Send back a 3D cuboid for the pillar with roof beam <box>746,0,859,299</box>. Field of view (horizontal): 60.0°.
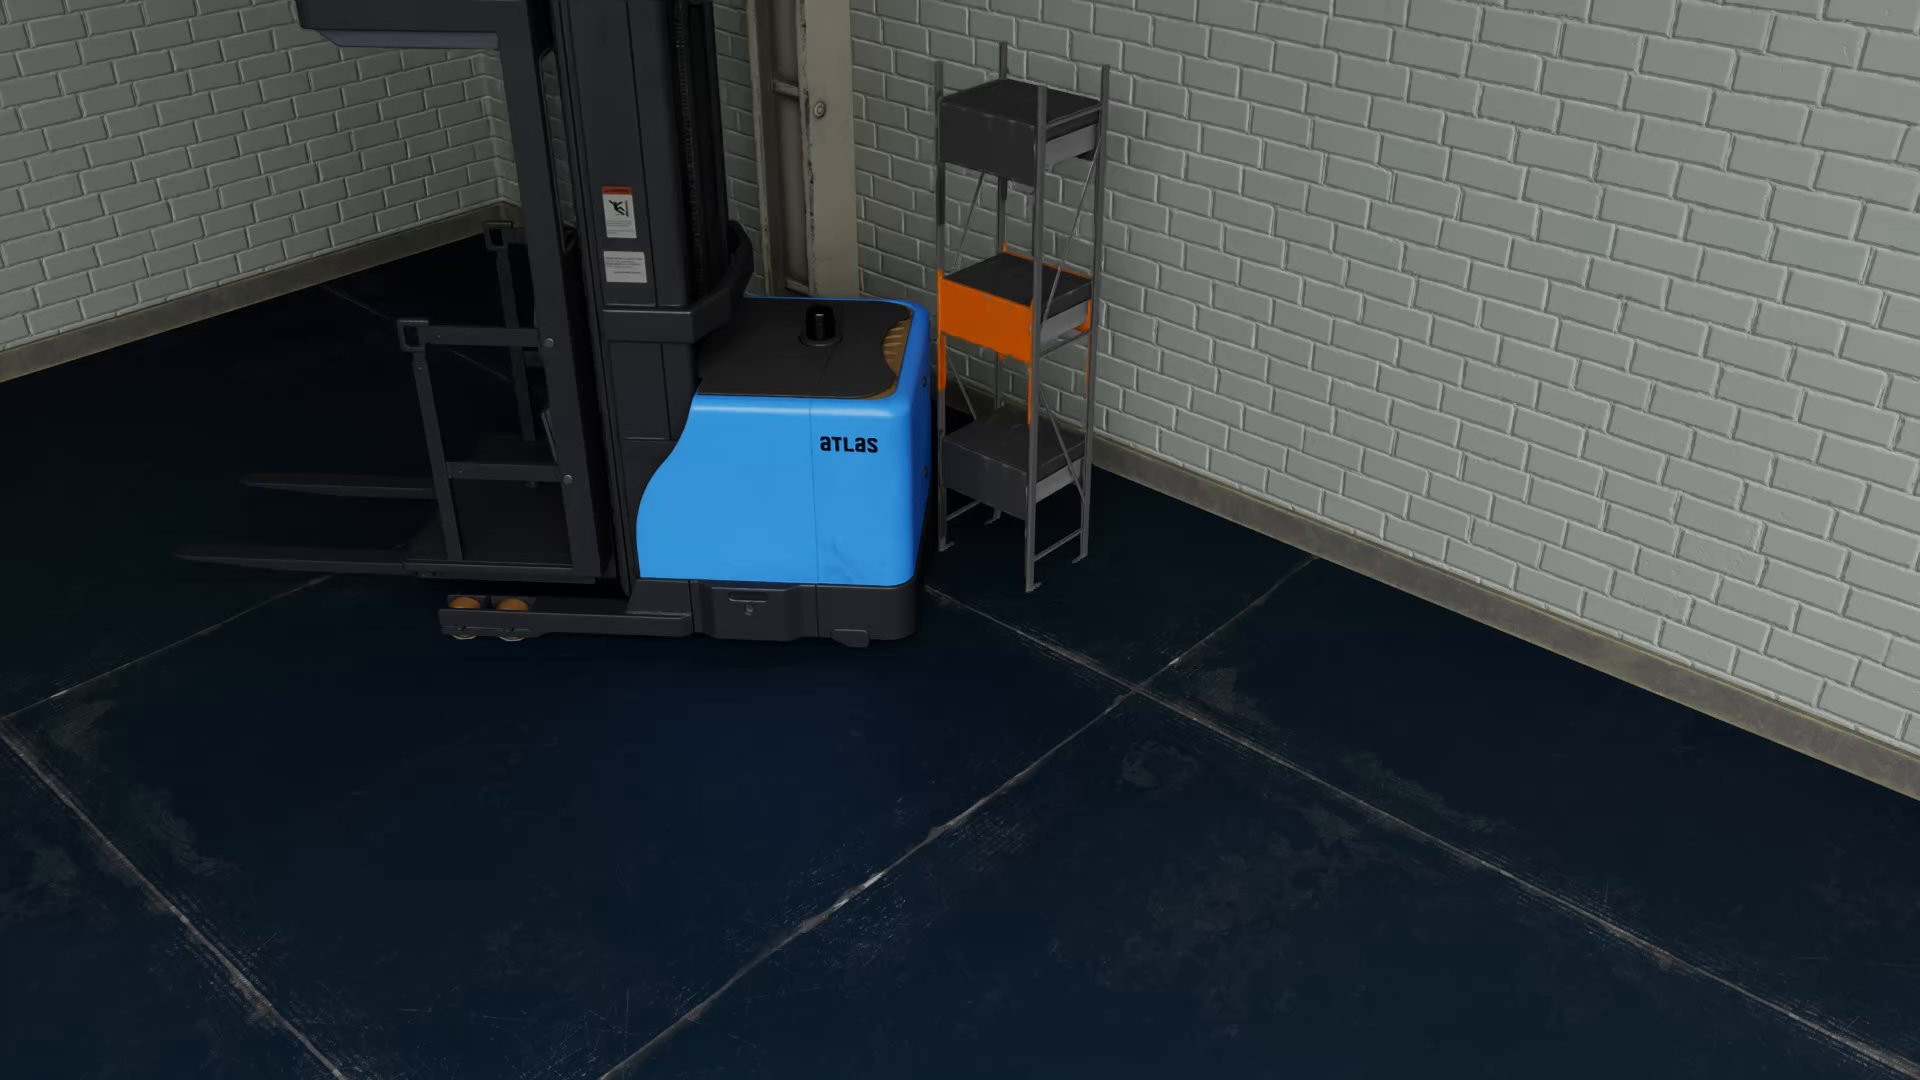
[{"bbox_3d":[-3.653,-3.132,3.727,0.400,9.000,9.100,25,39,35],"label":"pillar with roof beam"}]

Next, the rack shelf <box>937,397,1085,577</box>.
[{"bbox_3d":[0.226,-0.229,6.978,0.480,0.518,0.431,24,39,35],"label":"rack shelf"}]

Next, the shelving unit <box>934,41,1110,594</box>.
[{"bbox_3d":[0.226,-0.840,6.610,0.503,2.100,0.431,24,39,35],"label":"shelving unit"}]

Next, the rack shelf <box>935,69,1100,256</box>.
[{"bbox_3d":[0.226,-1.428,6.256,0.480,0.518,0.431,24,39,35],"label":"rack shelf"}]

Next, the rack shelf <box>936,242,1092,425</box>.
[{"bbox_3d":[0.226,-0.829,6.617,0.480,0.518,0.431,24,39,35],"label":"rack shelf"}]

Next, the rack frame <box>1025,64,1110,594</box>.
[{"bbox_3d":[0.409,-0.757,6.472,0.015,2.100,0.400,24,39,35],"label":"rack frame"}]

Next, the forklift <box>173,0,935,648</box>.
[{"bbox_3d":[-1.648,-1.123,6.274,3.031,2.935,1.130,2,31,3],"label":"forklift"}]

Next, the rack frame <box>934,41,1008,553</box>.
[{"bbox_3d":[0.044,-0.924,6.749,0.015,2.100,0.400,24,39,35],"label":"rack frame"}]
